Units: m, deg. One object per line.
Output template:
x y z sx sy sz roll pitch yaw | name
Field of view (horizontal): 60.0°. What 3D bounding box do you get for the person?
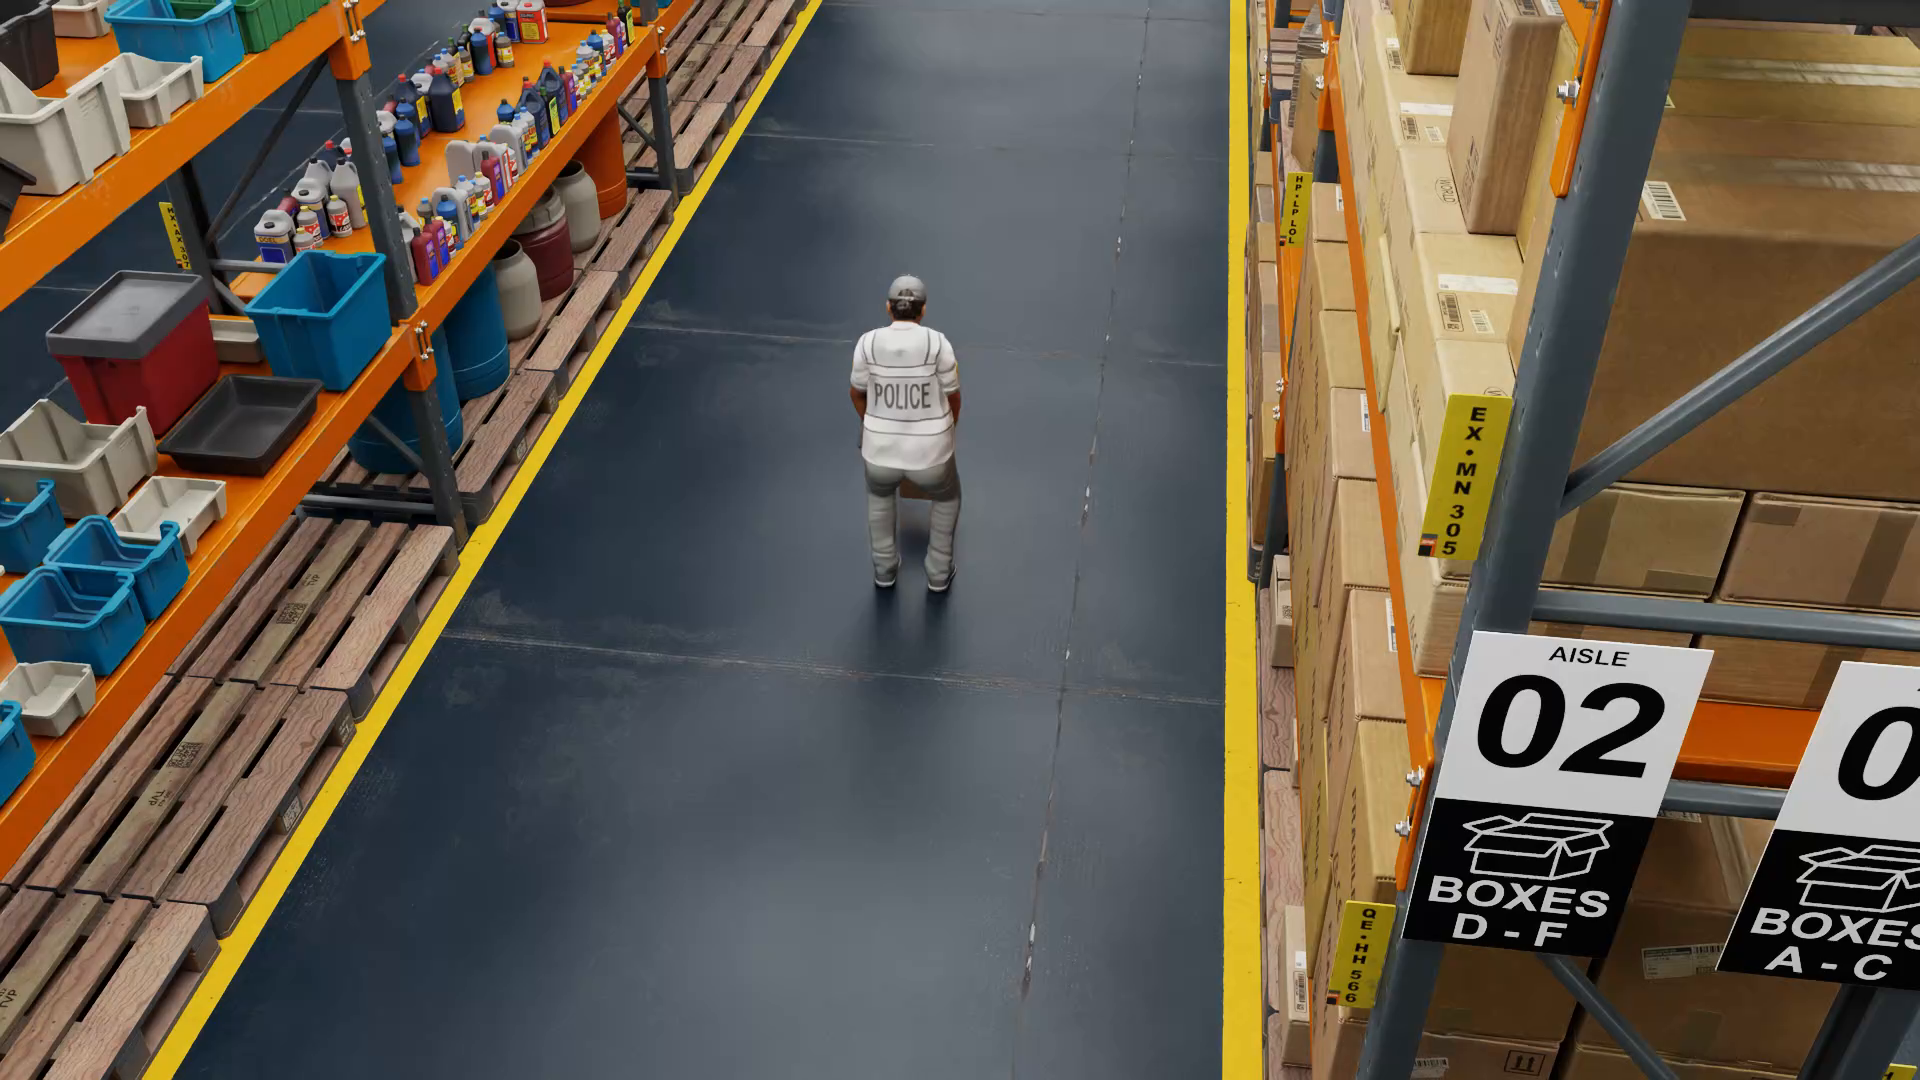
-0.256 -0.462 7.780 0.519 1.541 0.591 5 37 7 | person
